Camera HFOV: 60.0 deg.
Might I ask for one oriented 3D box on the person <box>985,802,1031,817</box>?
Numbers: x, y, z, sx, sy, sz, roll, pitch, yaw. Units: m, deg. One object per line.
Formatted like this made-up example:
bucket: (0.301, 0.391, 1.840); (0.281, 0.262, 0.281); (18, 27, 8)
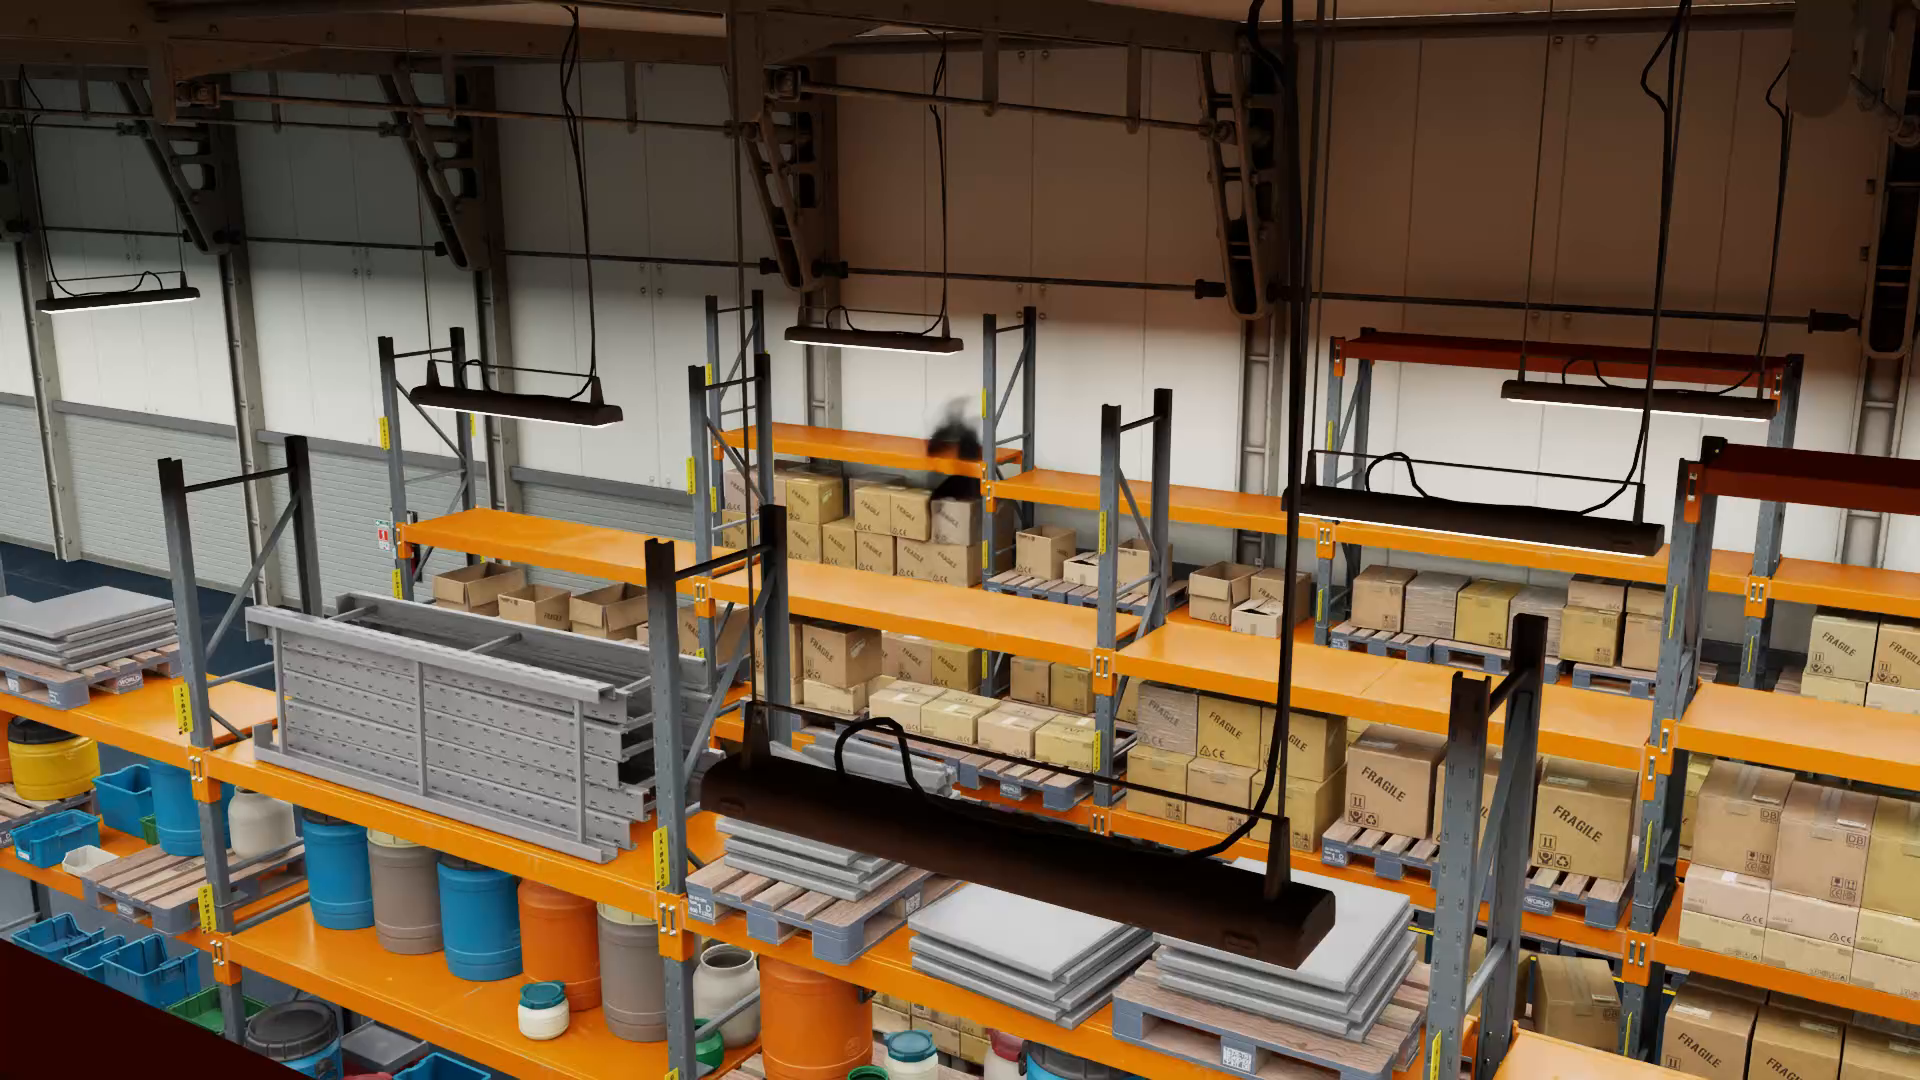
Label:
person: (0.399, 3.031, 16.432); (0.893, 1.585, 0.537); (8, 16, 29)
